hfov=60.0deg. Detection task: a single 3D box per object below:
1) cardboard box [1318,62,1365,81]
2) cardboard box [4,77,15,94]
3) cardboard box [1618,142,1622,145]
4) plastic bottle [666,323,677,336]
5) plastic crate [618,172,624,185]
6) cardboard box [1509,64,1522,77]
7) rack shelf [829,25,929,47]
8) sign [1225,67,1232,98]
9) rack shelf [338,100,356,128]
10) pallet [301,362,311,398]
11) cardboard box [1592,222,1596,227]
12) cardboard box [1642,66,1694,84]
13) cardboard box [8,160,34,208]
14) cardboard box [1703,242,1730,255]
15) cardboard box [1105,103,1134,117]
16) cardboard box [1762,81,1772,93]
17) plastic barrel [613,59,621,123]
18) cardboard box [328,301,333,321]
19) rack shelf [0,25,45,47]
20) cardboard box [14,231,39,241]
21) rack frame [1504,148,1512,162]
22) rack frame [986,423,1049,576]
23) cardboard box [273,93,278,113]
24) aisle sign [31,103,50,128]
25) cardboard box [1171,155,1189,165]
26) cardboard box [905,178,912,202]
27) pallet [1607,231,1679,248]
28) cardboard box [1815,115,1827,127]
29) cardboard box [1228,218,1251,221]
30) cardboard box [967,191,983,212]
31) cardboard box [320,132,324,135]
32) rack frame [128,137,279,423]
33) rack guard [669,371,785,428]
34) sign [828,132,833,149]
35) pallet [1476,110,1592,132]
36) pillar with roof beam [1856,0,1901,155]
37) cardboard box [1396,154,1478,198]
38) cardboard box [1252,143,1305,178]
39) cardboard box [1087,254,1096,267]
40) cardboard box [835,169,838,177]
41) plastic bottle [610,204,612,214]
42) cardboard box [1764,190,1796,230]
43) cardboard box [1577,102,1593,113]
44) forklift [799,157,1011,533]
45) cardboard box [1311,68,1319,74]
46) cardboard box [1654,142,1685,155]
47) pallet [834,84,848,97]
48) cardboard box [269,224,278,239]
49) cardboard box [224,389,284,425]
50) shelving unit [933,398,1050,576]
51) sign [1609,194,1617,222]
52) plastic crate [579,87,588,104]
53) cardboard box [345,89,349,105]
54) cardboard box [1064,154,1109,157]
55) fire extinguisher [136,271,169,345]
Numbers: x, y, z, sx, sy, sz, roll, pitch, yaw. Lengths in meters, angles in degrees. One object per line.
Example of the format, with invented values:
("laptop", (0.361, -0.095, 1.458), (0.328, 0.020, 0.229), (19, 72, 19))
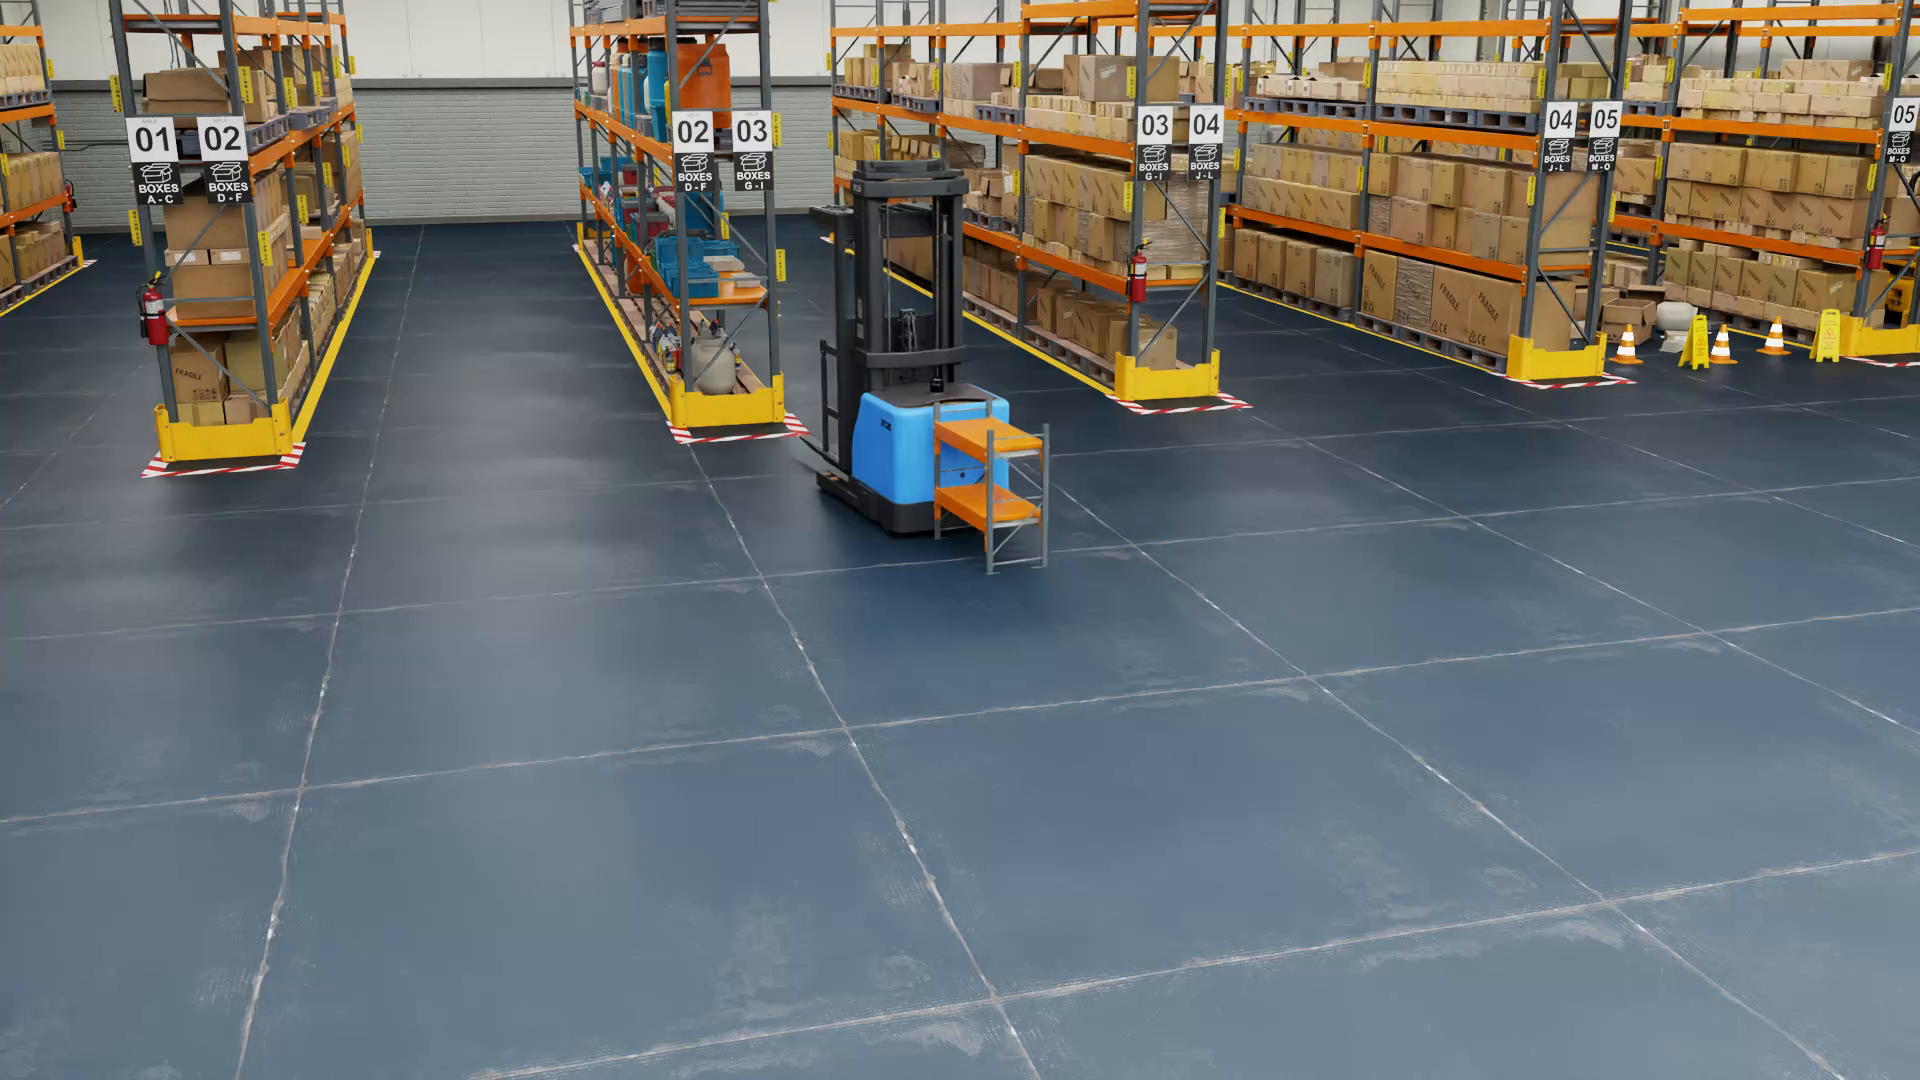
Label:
("cardboard box", (5.715, -6.918, 24.976), (0.500, 0.500, 0.500), (-5, 17, -15))
("cardboard box", (-15.278, -7.178, 26.278), (0.500, 0.250, 0.500), (-5, 17, -16))
("cardboard box", (10.421, -6.334, 26.777), (0.380, 0.149, 0.250), (-6, 18, -18))
("plastic bottle", (-3.530, -2.478, 20.328), (0.144, 0.351, 0.185), (-5, 17, -15))
("plastic crate", (-5.933, -6.403, 29.654), (0.437, 0.282, 0.530), (-5, 17, -15))
("cardboard box", (6.681, -5.513, 19.524), (0.380, 0.149, 0.250), (-5, 17, -15))
("rack shelf", (-1.477, -9.276, 30.635), (1.077, 0.370, 4.000), (-5, 17, -15))
("sign", (2.892, -4.964, 18.031), (0.100, 0.325, 0.005), (-5, 17, -15))
("rack shelf", (-11.003, -7.248, 28.405), (1.077, 0.370, 4.000), (-5, 17, -15))
("pallet", (-8.077, -1.832, 19.182), (1.003, 0.211, 1.213), (-5, 17, -15))
("cardboard box", (12.937, -6.529, 34.199), (0.380, 0.149, 0.250), (-5, 18, -17))
("cardboard box", (10.517, -6.911, 24.694), (0.500, 0.250, 0.500), (-4, 17, -14))
("cardboard box", (-15.544, -5.708, 26.718), (0.980, 0.700, 0.700), (-5, 17, -17))
("cardboard box", (10.821, -4.144, 23.652), (0.380, 0.149, 0.250), (-4, 17, -13))
("cardboard box", (1.854, -4.822, 18.645), (0.380, 0.149, 0.250), (-5, 18, -18))
("cardboard box", (11.079, -6.118, 22.441), (0.380, 0.149, 0.250), (-4, 17, -14))
("plastic barrel", (-4.394, -6.104, 22.599), (0.600, 0.830, 0.708), (-5, 17, -15))
("cardboard box", (-8.830, -3.112, 22.649), (0.500, 0.250, 0.500), (-5, 17, -16))
("rack shelf", (-15.765, -8.101, 26.724), (1.077, 0.370, 4.000), (-5, 17, -15))
("cardboard box", (-15.385, -4.994, 27.349), (0.380, 0.149, 0.250), (-5, 17, -17))
("rack frame", (9.700, -6.062, 28.420), (1.000, 3.000, 0.127), (-5, 17, -15))
("rack frame", (0.433, -0.302, 12.502), (0.500, 1.125, 0.032), (-7, 18, -23))
("cardboard box", (-8.722, -5.490, 20.831), (0.500, 0.250, 0.500), (-6, 18, -20))
("aisle sign", (-16.046, -7.606, 29.039), (0.394, 0.787, 0.004), (-5, 17, -15))
("cardboard box", (3.891, -6.612, 28.923), (0.380, 0.149, 0.250), (-4, 17, -13))
("cardboard box", (-0.619, -5.866, 27.593), (0.500, 0.500, 0.500), (-4, 17, -14))
("pallet", (13.632, -6.005, 33.075), (1.003, 0.211, 1.213), (-5, 17, -15))
("cardboard box", (11.386, -5.460, 21.638), (0.380, 0.149, 0.250), (-5, 17, -15))
("cardboard box", (4.872, -5.356, 28.381), (0.500, 0.250, 0.500), (-5, 17, -16))
("cardboard box", (0.411, -4.926, 24.169), (0.500, 0.250, 0.500), (-5, 17, -17))
("cardboard box", (-11.534, -6.949, 29.459), (0.500, 0.500, 0.500), (-5, 17, -15))
("rack frame", (-7.156, -2.284, 15.841), (1.000, 3.000, 0.127), (-5, 17, -15))
("rack guard", (-2.458, -1.495, 17.558), (1.175, 0.500, 0.348), (-5, 17, -15))
("sign", (-2.562, -7.902, 32.902), (0.100, 0.325, 0.005), (-5, 17, -15))
("pallet", (6.953, -5.029, 19.919), (1.003, 0.211, 1.213), (-5, 17, -15))
("pillar with roof beam", (11.557, -8.699, 26.770), (9.100, 9.000, 0.400), (-5, 17, -15))
("cardboard box", (6.399, -4.878, 22.339), (0.875, 0.550, 0.550), (-5, 17, -15))
("cardboard box", (5.082, -6.045, 26.450), (0.700, 0.500, 0.500), (-5, 17, -16))
("cardboard box", (1.734, -3.353, 19.836), (0.380, 0.149, 0.250), (-5, 17, -15))
("cardboard box", (-2.247, -7.247, 32.801), (0.380, 0.149, 0.250), (-4, 17, -15))
("plastic bottle", (-5.323, -5.102, 25.569), (0.097, 0.201, 0.097), (0, 17, 0))
("cardboard box", (11.217, -4.446, 22.347), (0.500, 0.500, 0.500), (-5, 17, -16))
("cardboard box", (7.381, -5.116, 19.587), (0.380, 0.149, 0.250), (-5, 17, -15))
("forklift", (-0.637, -1.841, 14.485), (1.130, 2.935, 3.031), (-7, 18, -23))
("cardboard box", (7.712, -9.772, 34.911), (0.500, 0.250, 0.500), (-6, 18, -20))
("cardboard box", (13.648, -7.299, 31.635), (0.700, 0.500, 0.500), (-5, 17, -16))
("pallet", (-1.813, -8.681, 32.079), (1.003, 0.211, 1.213), (-5, 17, -15))
("cardboard box", (-7.627, -3.339, 18.053), (0.380, 0.149, 0.250), (-4, 17, -14))
("cardboard box", (-7.089, -1.334, 16.728), (0.500, 0.250, 0.500), (-5, 17, -15))
("shelving unit", (0.229, -0.436, 12.948), (0.538, 1.125, 1.048), (-7, 18, -23))
("sign", (7.702, -3.925, 19.662), (0.100, 0.325, 0.005), (-5, 17, -15))
("plastic crate", (-6.477, -7.842, 29.338), (0.437, 0.282, 0.530), (-5, 17, -15))
("cardboard box", (-10.881, -7.677, 28.841), (0.500, 0.250, 0.500), (-5, 17, -15))
("cardboard box", (1.659, -4.739, 21.585), (0.500, 0.500, 0.500), (-5, 17, -15))
("fire extinguisher", (-7.570, -2.177, 15.621), (0.296, 0.674, 0.183), (-5, 17, -15))
